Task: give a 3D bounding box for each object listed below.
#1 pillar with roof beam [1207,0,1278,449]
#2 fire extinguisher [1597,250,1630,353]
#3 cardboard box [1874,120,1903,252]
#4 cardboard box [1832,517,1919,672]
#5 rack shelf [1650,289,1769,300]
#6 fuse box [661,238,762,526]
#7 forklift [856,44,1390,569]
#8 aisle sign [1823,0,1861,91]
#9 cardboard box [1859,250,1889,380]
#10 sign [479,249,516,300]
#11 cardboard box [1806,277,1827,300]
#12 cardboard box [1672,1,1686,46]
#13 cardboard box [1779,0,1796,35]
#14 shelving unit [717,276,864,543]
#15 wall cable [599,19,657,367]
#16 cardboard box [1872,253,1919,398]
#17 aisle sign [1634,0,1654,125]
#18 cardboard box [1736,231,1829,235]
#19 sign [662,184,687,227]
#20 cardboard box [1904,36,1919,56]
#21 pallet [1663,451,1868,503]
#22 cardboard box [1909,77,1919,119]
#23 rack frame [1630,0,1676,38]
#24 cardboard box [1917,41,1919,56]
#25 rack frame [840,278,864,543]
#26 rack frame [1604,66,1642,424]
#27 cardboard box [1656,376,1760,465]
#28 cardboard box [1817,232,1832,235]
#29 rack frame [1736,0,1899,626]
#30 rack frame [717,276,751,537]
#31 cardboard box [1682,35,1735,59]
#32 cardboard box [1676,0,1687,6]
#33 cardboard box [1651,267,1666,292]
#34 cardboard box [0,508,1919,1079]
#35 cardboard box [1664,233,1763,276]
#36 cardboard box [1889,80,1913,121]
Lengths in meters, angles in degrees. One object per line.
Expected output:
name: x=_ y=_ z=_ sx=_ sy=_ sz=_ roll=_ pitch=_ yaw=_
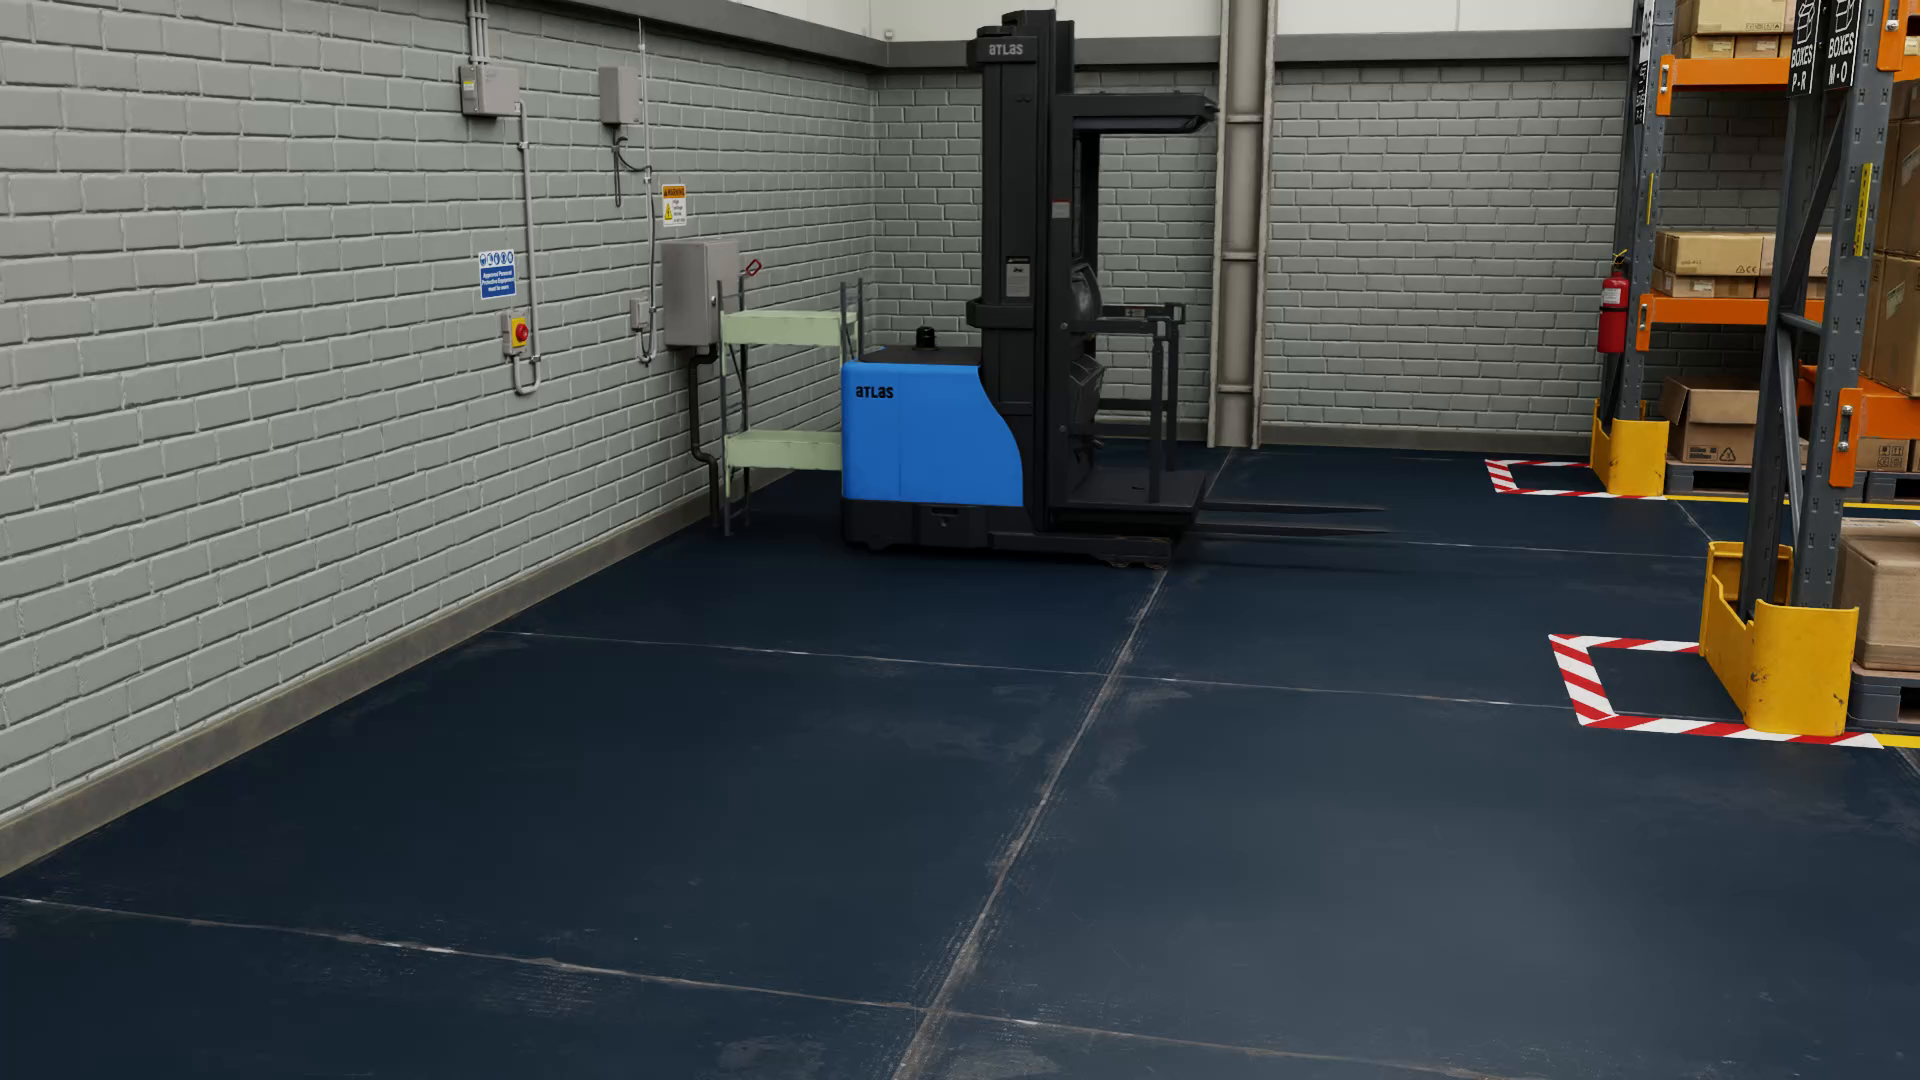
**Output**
pillar with roof beam: x=1.128 y=-4.236 z=8.051 sx=0.400 sy=9.000 sz=9.100 roll=3 pitch=13 yaw=14
fire extinguisher: x=4.307 y=-1.574 z=10.941 sx=0.183 sy=0.674 sz=0.296 roll=3 pitch=13 yaw=14
cardboard box: x=3.900 y=-1.401 z=6.584 sx=0.500 sy=0.500 sz=0.500 roll=4 pitch=13 yaw=15
cardboard box: x=4.040 y=0.220 z=6.763 sx=0.875 sy=0.438 sz=0.875 roll=3 pitch=13 yaw=12
rack shelf: x=6.503 y=-1.524 z=10.885 sx=3.809 sy=0.124 sz=0.919 roll=3 pitch=13 yaw=14
fuse box: x=-1.460 y=-0.932 z=9.984 sx=0.414 sy=1.711 sz=0.539 roll=3 pitch=13 yaw=14
forklift: x=0.938 y=-1.351 z=9.261 sx=2.937 sy=2.843 sz=1.107 roll=3 pitch=13 yaw=12
aisle sign: x=3.236 y=-2.051 z=6.051 sx=0.004 sy=0.787 sz=0.394 roll=3 pitch=13 yaw=14
cardboard box: x=3.907 y=-0.919 z=6.718 sx=0.500 sy=0.500 sz=0.500 roll=3 pitch=13 yaw=14
sign: x=-2.176 y=-1.252 z=7.827 sx=0.001 sy=0.218 sz=0.327 roll=3 pitch=13 yaw=14
cardboard box: x=5.567 y=-1.650 z=10.825 sx=0.250 sy=0.149 sz=0.380 roll=3 pitch=13 yaw=15
cardboard box: x=5.058 y=-3.454 z=11.109 sx=0.500 sy=0.250 sz=0.500 roll=3 pitch=13 yaw=13
cardboard box: x=5.425 y=-3.317 z=10.493 sx=0.500 sy=0.250 sz=0.500 roll=3 pitch=13 yaw=15
shelving unit: x=-0.977 y=-0.776 z=9.767 sx=0.755 sy=1.500 sz=0.400 roll=3 pitch=13 yaw=12
wall cable: x=-1.776 y=-1.922 z=9.124 sx=0.122 sy=1.984 sz=0.588 roll=3 pitch=13 yaw=14
cardboard box: x=3.773 y=-0.803 z=6.195 sx=0.500 sy=0.500 sz=0.500 roll=3 pitch=13 yaw=13
aisle sign: x=4.424 y=-3.094 z=10.752 sx=0.004 sy=0.787 sz=0.394 roll=3 pitch=13 yaw=14
cardboard box: x=5.571 y=-1.960 z=11.302 sx=0.500 sy=0.250 sz=0.500 roll=3 pitch=13 yaw=14
sign: x=-1.674 y=-1.963 z=9.751 sx=0.001 sy=0.242 sz=0.339 roll=3 pitch=13 yaw=14
cardboard box: x=5.794 y=-3.088 z=10.381 sx=0.250 sy=0.149 sz=0.380 roll=3 pitch=13 yaw=13
pallet: x=5.409 y=-0.477 z=11.395 sx=1.213 sy=0.211 sz=1.003 roll=3 pitch=13 yaw=14
cardboard box: x=3.654 y=-1.616 z=6.056 sx=0.250 sy=0.149 sz=0.380 roll=3 pitch=13 yaw=15
rack frame: x=4.561 y=-4.812 z=10.646 sx=0.127 sy=3.000 sz=1.000 roll=3 pitch=13 yaw=14
cardboard box: x=6.049 y=-3.088 z=10.381 sx=0.250 sy=0.149 sz=0.380 roll=3 pitch=13 yaw=13
rack frame: x=-0.619 y=-0.759 z=9.692 sx=0.023 sy=1.500 sz=0.400 roll=3 pitch=13 yaw=12
rack frame: x=4.560 y=-1.882 z=11.293 sx=0.053 sy=2.616 sz=0.949 roll=3 pitch=13 yaw=14
cardboard box: x=5.132 y=-0.818 z=11.288 sx=0.637 sy=0.503 sz=0.797 roll=3 pitch=13 yaw=11
cardboard box: x=6.051 y=-1.933 z=11.182 sx=0.500 sy=0.250 sz=0.500 roll=3 pitch=13 yaw=15
rack frame: x=3.375 y=-0.839 z=6.591 sx=0.127 sy=3.000 sz=1.000 roll=3 pitch=13 yaw=14
rack frame: x=-1.335 y=-0.792 z=9.842 sx=0.023 sy=1.500 sz=0.400 roll=3 pitch=13 yaw=12
cardboard box: x=4.815 y=-3.159 z=10.704 sx=0.250 sy=0.149 sz=0.380 roll=3 pitch=13 yaw=15
cardboard box: x=5.059 y=-3.699 z=11.062 sx=0.500 sy=0.250 sz=0.500 roll=3 pitch=13 yaw=12
cardboard box: x=4.947 y=-1.800 z=11.500 sx=0.250 sy=0.149 sz=0.380 roll=3 pitch=13 yaw=13
cardboard box: x=4.263 y=0.002 z=6.146 sx=13.522 sy=1.550 sz=6.103 roll=3 pitch=13 yaw=13
cardboard box: x=4.937 y=-1.875 z=10.919 sx=0.500 sy=0.250 sz=0.500 roll=3 pitch=13 yaw=14
cardboard box: x=3.772 y=-1.716 z=6.507 sx=0.250 sy=0.149 sz=0.380 roll=3 pitch=13 yaw=14
